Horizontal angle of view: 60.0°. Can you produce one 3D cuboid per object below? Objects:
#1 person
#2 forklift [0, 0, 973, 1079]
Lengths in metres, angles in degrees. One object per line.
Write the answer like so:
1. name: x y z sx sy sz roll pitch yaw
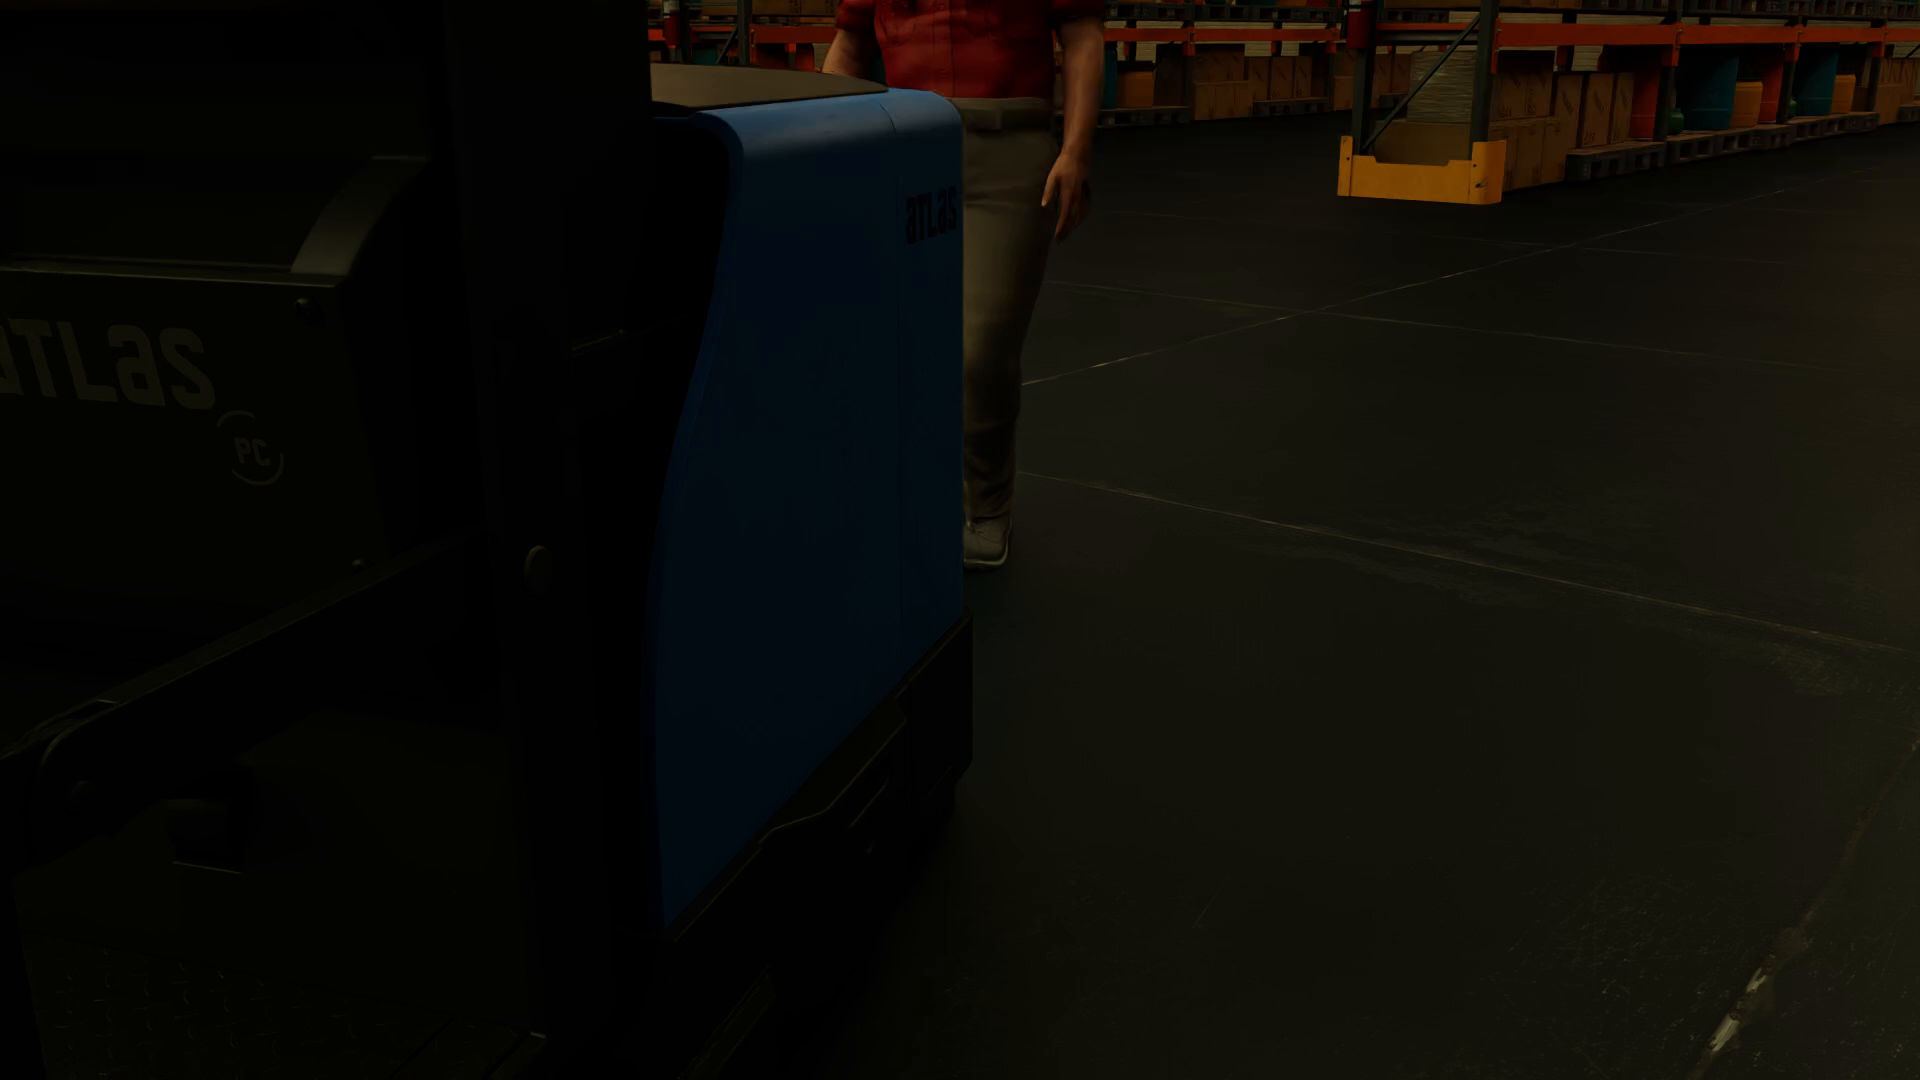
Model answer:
1. person: -0.055 -0.771 3.591 0.713 1.712 0.502 7 18 21
2. forklift: -0.912 -0.643 1.015 1.130 2.935 3.031 5 18 17
